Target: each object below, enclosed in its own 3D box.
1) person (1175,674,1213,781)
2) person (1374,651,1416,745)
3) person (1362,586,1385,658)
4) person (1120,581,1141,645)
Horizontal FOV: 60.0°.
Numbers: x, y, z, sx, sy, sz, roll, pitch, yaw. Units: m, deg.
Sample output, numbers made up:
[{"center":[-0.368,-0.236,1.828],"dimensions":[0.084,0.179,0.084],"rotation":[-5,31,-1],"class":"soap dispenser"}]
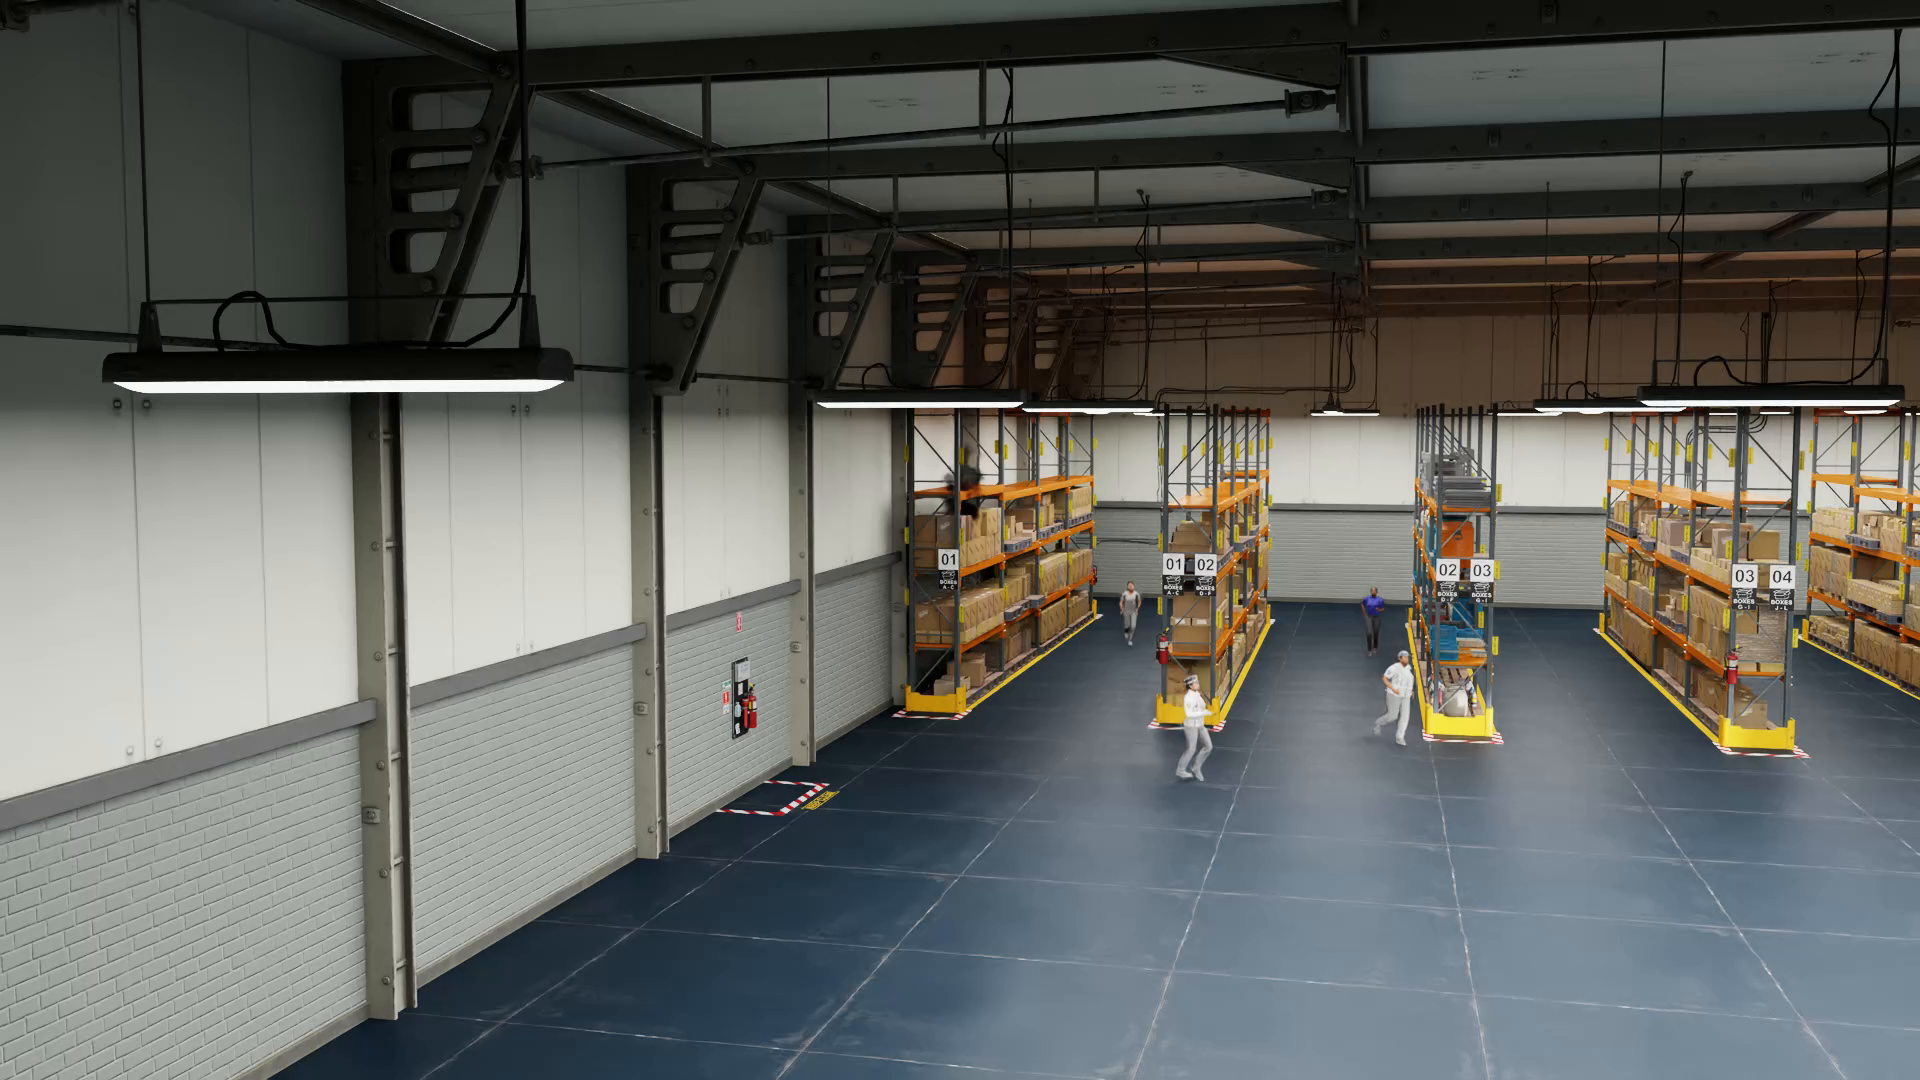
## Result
[{"center":[3.729,2.973,26.265],"dimensions":[0.651,1.723,0.593],"rotation":[3,5,34],"class":"person"},{"center":[7.813,2.774,29.505],"dimensions":[0.670,1.609,0.808],"rotation":[-2,4,-22],"class":"person"},{"center":[9.988,1.973,40.195],"dimensions":[0.560,1.712,0.711],"rotation":[1,4,13],"class":"person"},{"center":[4.327,1.847,42.242],"dimensions":[0.549,1.617,0.603],"rotation":[0,4,3],"class":"person"}]
